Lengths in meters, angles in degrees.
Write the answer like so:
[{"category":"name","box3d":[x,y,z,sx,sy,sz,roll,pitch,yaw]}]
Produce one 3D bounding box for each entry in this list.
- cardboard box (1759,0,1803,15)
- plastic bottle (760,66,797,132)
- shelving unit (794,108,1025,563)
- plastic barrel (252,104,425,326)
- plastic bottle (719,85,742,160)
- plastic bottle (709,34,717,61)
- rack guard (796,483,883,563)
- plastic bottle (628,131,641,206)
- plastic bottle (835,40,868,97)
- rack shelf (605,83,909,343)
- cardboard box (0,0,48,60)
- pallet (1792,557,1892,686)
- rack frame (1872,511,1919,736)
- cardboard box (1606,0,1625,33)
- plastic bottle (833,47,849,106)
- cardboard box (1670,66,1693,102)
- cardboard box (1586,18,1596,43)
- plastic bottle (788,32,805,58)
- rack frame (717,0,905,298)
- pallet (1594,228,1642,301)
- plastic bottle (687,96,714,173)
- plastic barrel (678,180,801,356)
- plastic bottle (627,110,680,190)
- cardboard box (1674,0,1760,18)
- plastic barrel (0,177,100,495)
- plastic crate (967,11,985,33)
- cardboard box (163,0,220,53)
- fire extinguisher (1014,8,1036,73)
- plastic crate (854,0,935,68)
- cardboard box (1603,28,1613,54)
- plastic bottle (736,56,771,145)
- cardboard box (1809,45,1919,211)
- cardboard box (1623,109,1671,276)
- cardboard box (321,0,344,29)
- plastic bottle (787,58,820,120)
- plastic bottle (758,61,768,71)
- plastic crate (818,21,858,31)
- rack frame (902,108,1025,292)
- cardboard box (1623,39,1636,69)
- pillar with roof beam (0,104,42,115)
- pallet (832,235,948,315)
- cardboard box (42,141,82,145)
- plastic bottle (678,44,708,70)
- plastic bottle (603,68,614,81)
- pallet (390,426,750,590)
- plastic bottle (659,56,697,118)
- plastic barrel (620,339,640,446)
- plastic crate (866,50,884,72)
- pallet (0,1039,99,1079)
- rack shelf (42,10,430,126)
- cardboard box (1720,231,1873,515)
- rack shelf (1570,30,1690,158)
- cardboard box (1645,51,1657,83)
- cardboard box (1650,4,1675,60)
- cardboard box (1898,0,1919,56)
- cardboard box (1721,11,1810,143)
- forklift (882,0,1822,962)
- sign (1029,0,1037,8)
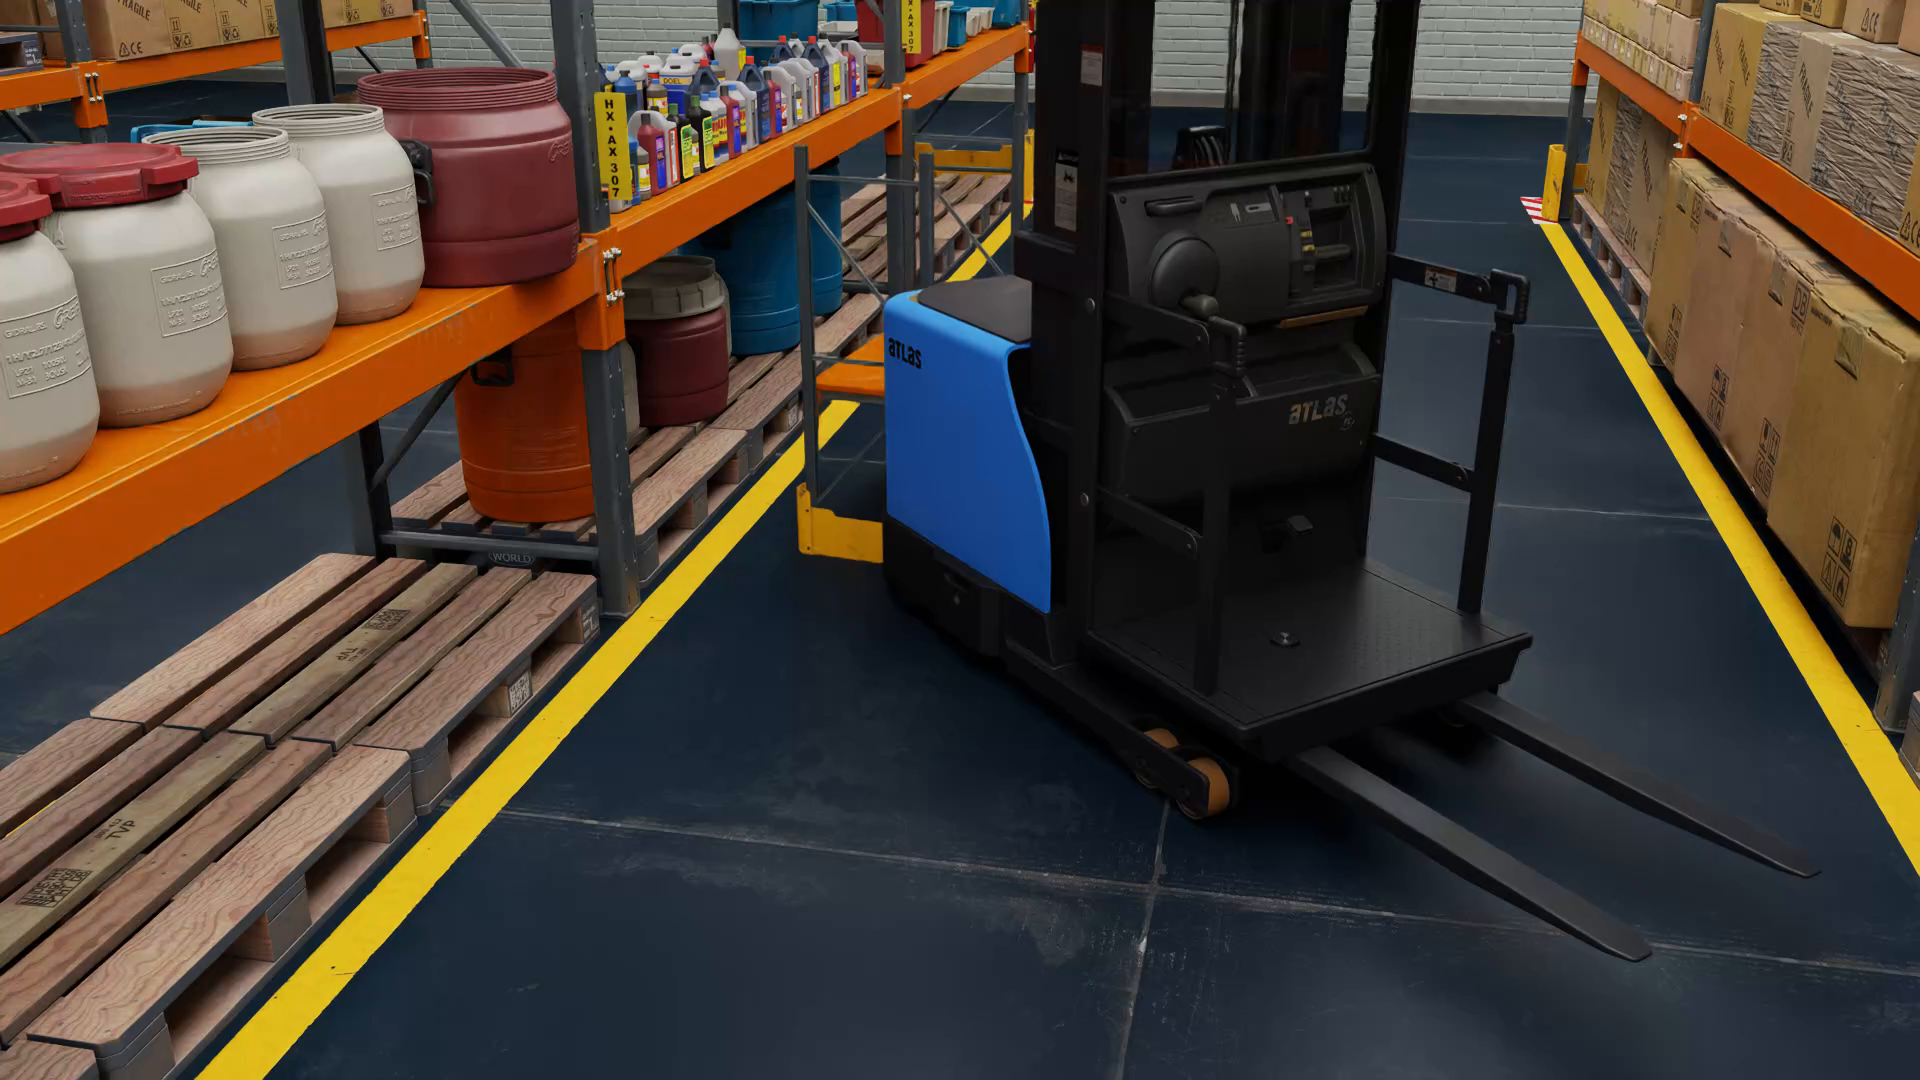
[{"category":"cardboard box","box3d":[3.932,-2.541,7.170,0.797,0.503,0.637,4,22,10]},{"category":"plastic bottle","box3d":[-0.810,-1.962,7.377,0.152,0.276,0.135,4,22,11]},{"category":"shelving unit","box3d":[-0.156,-0.806,6.347,0.587,1.500,1.083,8,23,18]},{"category":"plastic barrel","box3d":[-1.611,-0.837,4.267,0.421,0.512,0.421,0,22,0]},{"category":"plastic bottle","box3d":[-0.925,-1.676,6.657,0.061,0.283,0.133,4,22,11]},{"category":"plastic bottle","box3d":[-1.287,-2.485,8.665,0.061,0.283,0.133,4,22,11]},{"category":"rack guard","box3d":[-0.322,-0.051,6.145,0.587,0.250,0.087,8,23,18]},{"category":"plastic bottle","box3d":[-1.155,-1.292,5.719,0.097,0.271,0.097,0,22,0]},{"category":"plastic bottle","box3d":[-0.558,-2.414,8.499,0.152,0.276,0.135,4,22,11]},{"category":"rack shelf","box3d":[-1.202,-1.575,7.213,1.077,0.370,4.000,4,22,11]},{"category":"cardboard box","box3d":[-5.792,-3.268,10.320,0.500,0.500,0.500,5,22,12]},{"category":"pallet","box3d":[3.473,0.211,5.548,1.003,0.211,1.213,4,22,11]},{"category":"rack frame","box3d":[3.238,-0.800,4.325,1.000,3.000,0.127,4,22,11]},{"category":"cardboard box","box3d":[4.303,-3.265,10.249,0.500,0.250,0.500,4,22,9]},{"category":"plastic bottle","box3d":[-0.633,-2.281,8.167,0.152,0.276,0.135,4,22,11]},{"category":"cardboard box","box3d":[3.796,-2.283,8.343,0.380,0.149,0.250,5,22,11]},{"category":"cardboard box","box3d":[4.424,-3.411,11.144,0.380,0.149,0.250,4,22,10]},{"category":"plastic bottle","box3d":[-0.802,-2.268,8.035,0.144,0.351,0.185,4,22,11]},{"category":"rack frame","box3d":[-0.794,-2.641,8.895,1.000,3.000,0.127,4,22,11]},{"category":"pallet","box3d":[4.533,-1.689,10.265,1.003,0.211,1.213,4,22,11]},{"category":"plastic bottle","box3d":[-0.992,-1.556,6.359,0.061,0.283,0.133,4,22,11]},{"category":"plastic barrel","box3d":[-1.066,-1.405,8.075,0.600,0.901,0.708,4,22,11]},{"category":"plastic bottle","box3d":[-1.111,-1.423,6.038,0.152,0.276,0.135,4,22,11]},{"category":"cardboard box","box3d":[3.887,-2.868,8.258,0.500,0.500,0.500,5,22,12]},{"category":"plastic barrel","box3d":[-1.867,-0.379,3.098,0.433,0.535,0.433,0,22,0]},{"category":"plastic crate","box3d":[-0.040,-3.592,11.530,0.396,0.136,0.243,4,22,11]},{"category":"cardboard box","box3d":[-5.170,-3.419,10.694,0.500,0.500,0.500,5,22,12]},{"category":"fire extinguisher","box3d":[0.498,-3.915,12.662,0.296,0.674,0.183,4,22,11]},{"category":"plastic crate","box3d":[-0.366,-3.006,9.635,0.402,0.464,0.583,4,22,11]},{"category":"cardboard box","box3d":[4.268,-3.129,10.443,0.380,0.149,0.250,4,22,10]},{"category":"plastic bottle","box3d":[-0.886,-1.854,7.007,0.144,0.351,0.185,4,22,11]},{"category":"cardboard box","box3d":[3.307,-1.418,5.725,0.500,0.500,0.500,4,22,9]},{"category":"cardboard box","box3d":[4.451,-2.037,9.677,0.875,0.875,0.875,4,22,11]},{"category":"cardboard box","box3d":[-4.861,-3.972,12.068,0.500,0.500,0.500,5,22,11]},{"category":"plastic bottle","box3d":[-0.736,-2.096,7.709,0.152,0.276,0.135,4,22,11]},{"category":"plastic bottle","box3d":[-0.889,-2.048,7.595,0.097,0.271,0.097,0,22,0]},{"category":"plastic crate","box3d":[-0.733,-3.206,10.571,0.293,0.136,0.466,4,22,11]},{"category":"rack frame","box3d":[0.011,-0.982,6.783,0.500,1.500,0.032,8,23,18]},{"category":"cardboard box","box3d":[4.111,-2.846,9.741,0.380,0.149,0.250,5,22,12]},{"category":"pillar with roof beam","box3d":[-5.758,-8.367,15.082,9.100,9.000,0.400,4,22,11]},{"category":"pallet","box3d":[-0.682,-1.619,10.091,1.003,0.211,1.213,4,22,11]},{"category":"cardboard box","box3d":[-5.804,-2.294,10.792,0.500,0.500,0.500,4,22,11]},{"category":"plastic bottle","box3d":[-1.336,-2.309,8.238,0.152,0.276,0.135,4,22,11]},{"category":"plastic bottle","box3d":[-1.568,-1.941,7.331,0.097,0.271,0.097,0,22,0]},{"category":"pallet","box3d":[-1.490,-0.176,6.507,1.003,0.211,1.213,4,22,11]},{"category":"plastic bottle","box3d":[-1.302,-2.093,7.700,0.152,0.276,0.135,4,22,11]},{"category":"plastic barrel","box3d":[-1.499,-0.612,6.626,0.421,0.512,0.421,0,22,0]},{"category":"plastic crate","box3d":[-0.559,-2.705,9.329,0.396,0.136,0.243,4,22,11]},{"category":"pallet","box3d":[-2.304,1.288,2.872,1.003,0.211,1.213,4,22,11]},{"category":"rack shelf","box3d":[-5.234,-3.417,11.787,1.077,0.370,4.000,4,22,11]},{"category":"cardboard box","box3d":[3.589,-0.586,6.074,1.225,0.875,0.875,5,22,11]},{"category":"rack shelf","box3d":[4.463,-2.661,9.908,1.077,0.370,4.000,4,22,11]},{"category":"cardboard box","box3d":[3.953,-2.565,9.044,0.380,0.149,0.250,5,22,12]},{"category":"cardboard box","box3d":[3.991,-2.702,8.851,0.500,0.250,0.500,5,23,13]},{"category":"cardboard box","box3d":[3.539,-1.816,5.371,0.797,0.503,0.637,5,22,12]},{"category":"cardboard box","box3d":[3.614,-1.976,7.112,0.500,0.500,0.500,4,22,11]},{"category":"forklift","box3d":[0.929,-0.805,4.429,1.130,2.935,3.031,-13,25,-29]},{"category":"sign","box3d":[0.564,-4.143,12.407,0.100,0.325,0.005,4,22,11]}]
